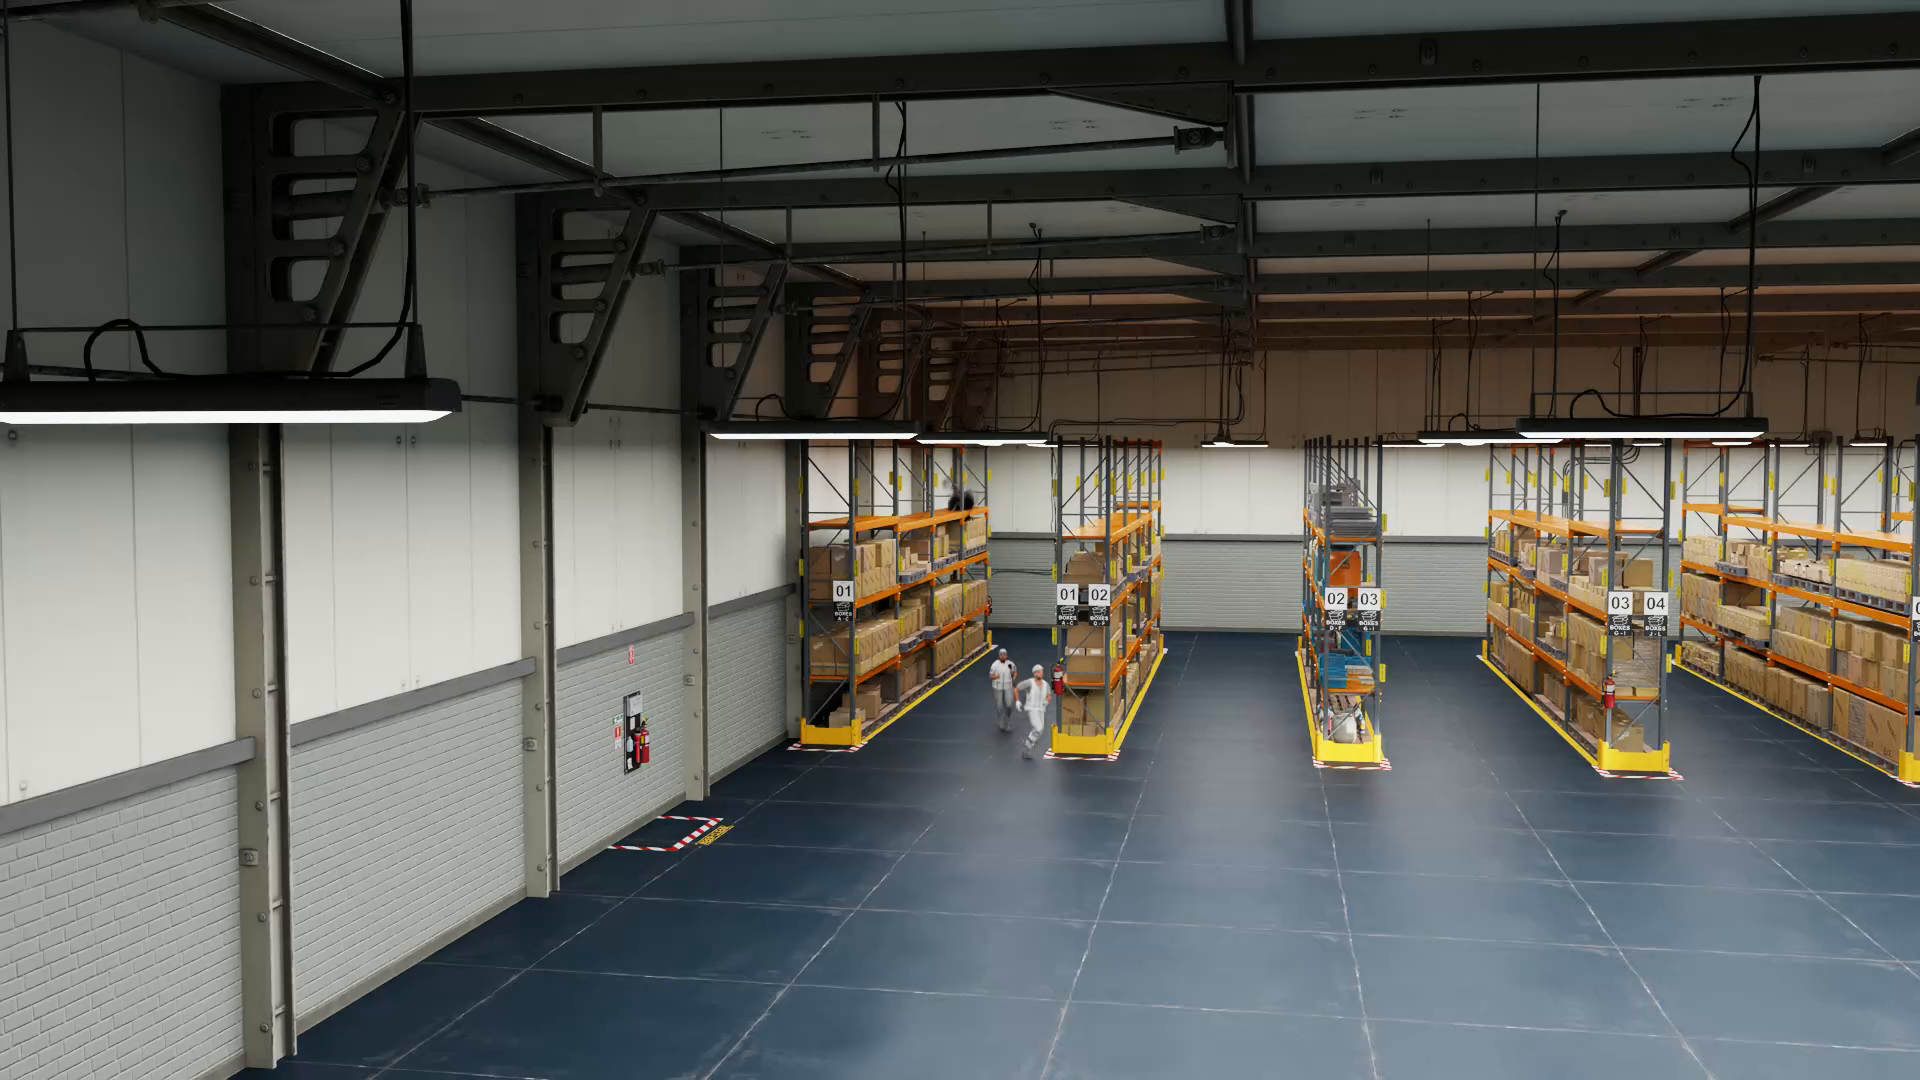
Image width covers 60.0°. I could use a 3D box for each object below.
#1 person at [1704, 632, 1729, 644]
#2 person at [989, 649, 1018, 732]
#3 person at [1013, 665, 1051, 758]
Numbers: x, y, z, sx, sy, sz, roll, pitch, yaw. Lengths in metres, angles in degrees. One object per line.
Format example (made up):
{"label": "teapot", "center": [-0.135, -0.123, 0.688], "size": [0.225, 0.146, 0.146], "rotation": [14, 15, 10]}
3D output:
{"label": "person", "center": [20.746, 2.409, 45.535], "size": [0.674, 1.724, 0.714], "rotation": [0, 3, 3]}
{"label": "person", "center": [0.889, 3.072, 33.889], "size": [0.583, 1.701, 0.643], "rotation": [0, 3, 1]}
{"label": "person", "center": [1.399, 3.176, 30.784], "size": [0.706, 1.728, 0.628], "rotation": [-2, 4, -37]}
